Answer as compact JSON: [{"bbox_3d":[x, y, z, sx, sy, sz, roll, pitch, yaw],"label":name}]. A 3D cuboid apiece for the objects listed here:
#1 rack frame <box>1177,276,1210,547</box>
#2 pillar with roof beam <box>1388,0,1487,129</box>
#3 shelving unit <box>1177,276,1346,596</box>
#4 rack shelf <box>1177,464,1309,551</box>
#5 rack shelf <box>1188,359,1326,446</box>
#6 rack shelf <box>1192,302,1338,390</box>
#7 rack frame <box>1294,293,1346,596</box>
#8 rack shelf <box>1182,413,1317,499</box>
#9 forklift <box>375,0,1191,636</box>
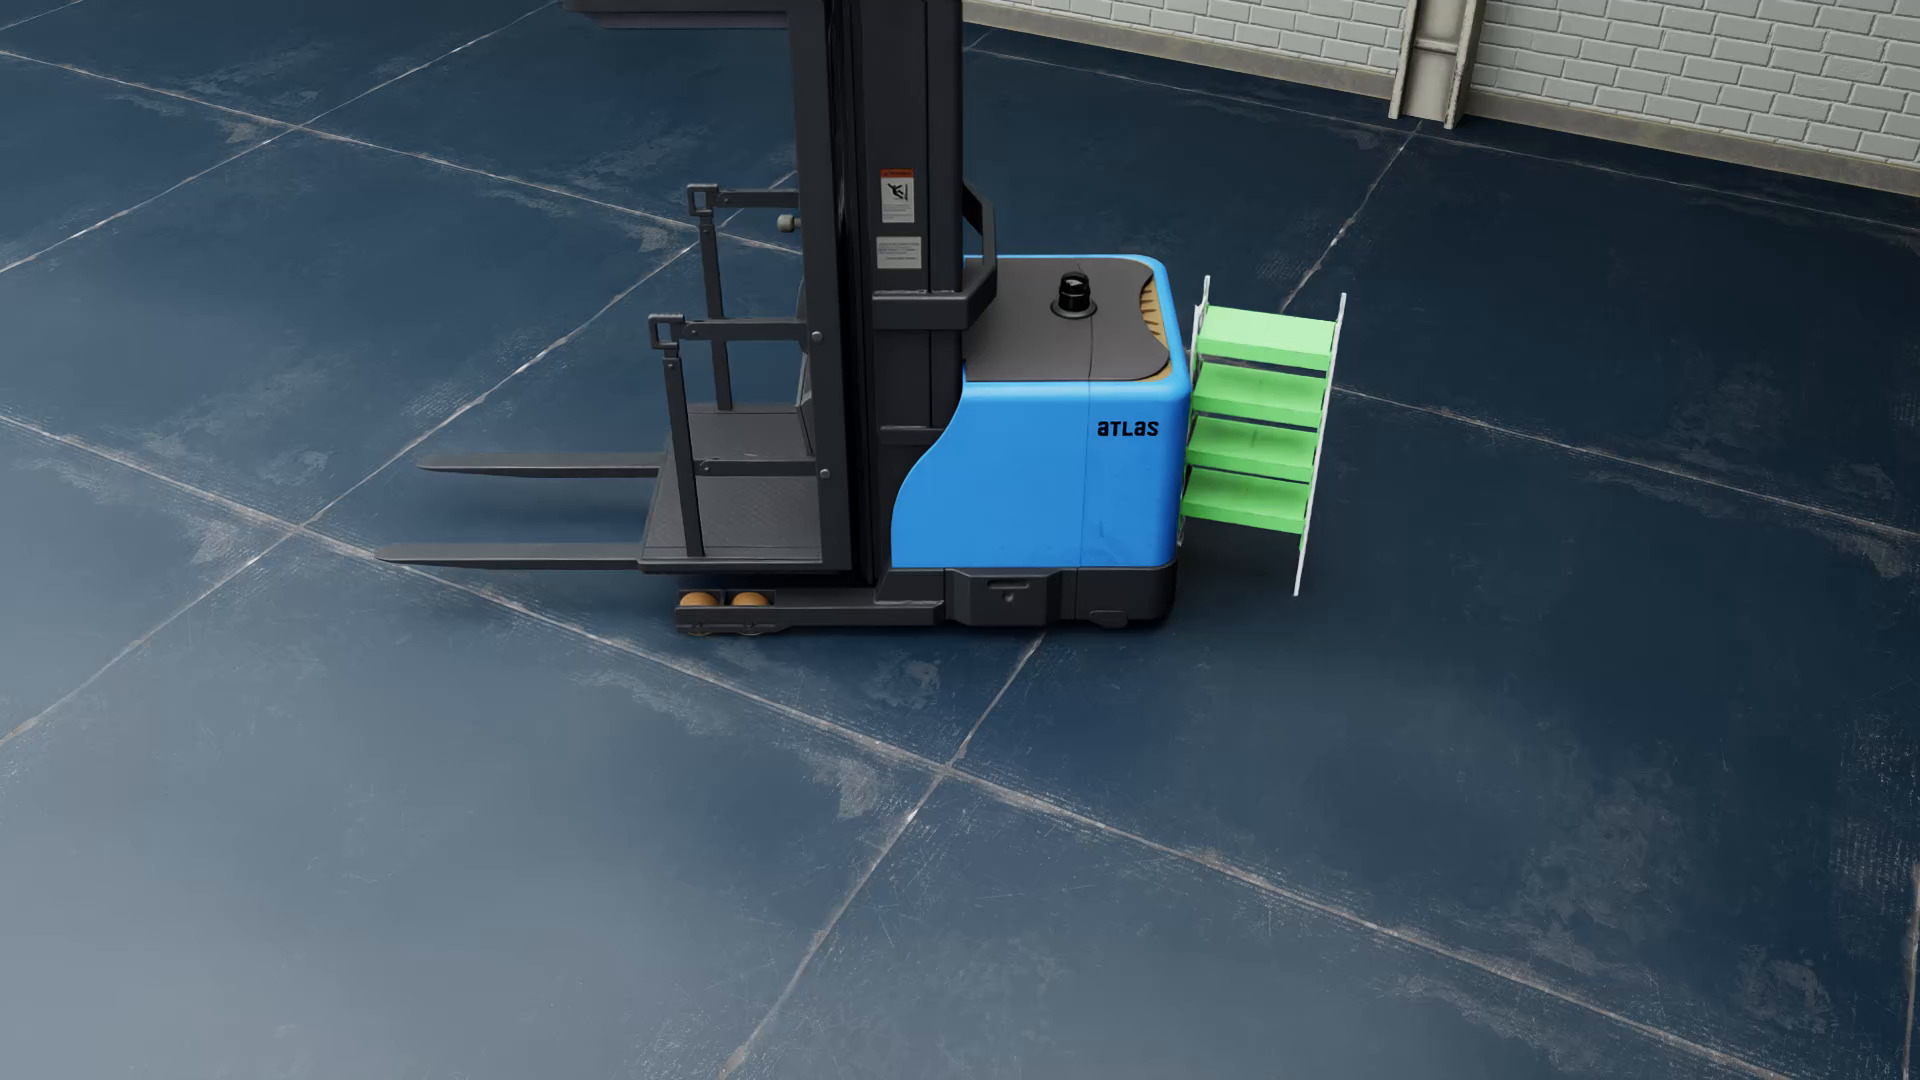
[{"bbox_3d":[0.867,-0.410,6.298,0.015,1.200,0.240,10,38,12],"label":"rack frame"},{"bbox_3d":[0.879,-3.880,4.418,0.400,9.000,9.100,17,41,21],"label":"pillar with roof beam"},{"bbox_3d":[1.102,-0.371,6.246,0.503,1.200,0.258,10,38,12],"label":"shelving unit"},{"bbox_3d":[1.102,-0.129,6.430,0.480,0.148,0.258,10,38,12],"label":"rack shelf"},{"bbox_3d":[1.102,-0.511,6.140,0.480,0.148,0.258,10,38,12],"label":"rack shelf"},{"bbox_3d":[1.102,-0.702,5.995,0.480,0.148,0.258,10,38,12],"label":"rack shelf"},{"bbox_3d":[1.337,-0.331,6.194,0.015,1.200,0.240,10,38,12],"label":"rack frame"},{"bbox_3d":[1.102,-0.320,6.285,0.480,0.148,0.258,10,38,12],"label":"rack shelf"},{"bbox_3d":[-0.704,-1.127,5.810,3.031,2.935,1.130,0,37,0],"label":"forklift"}]
